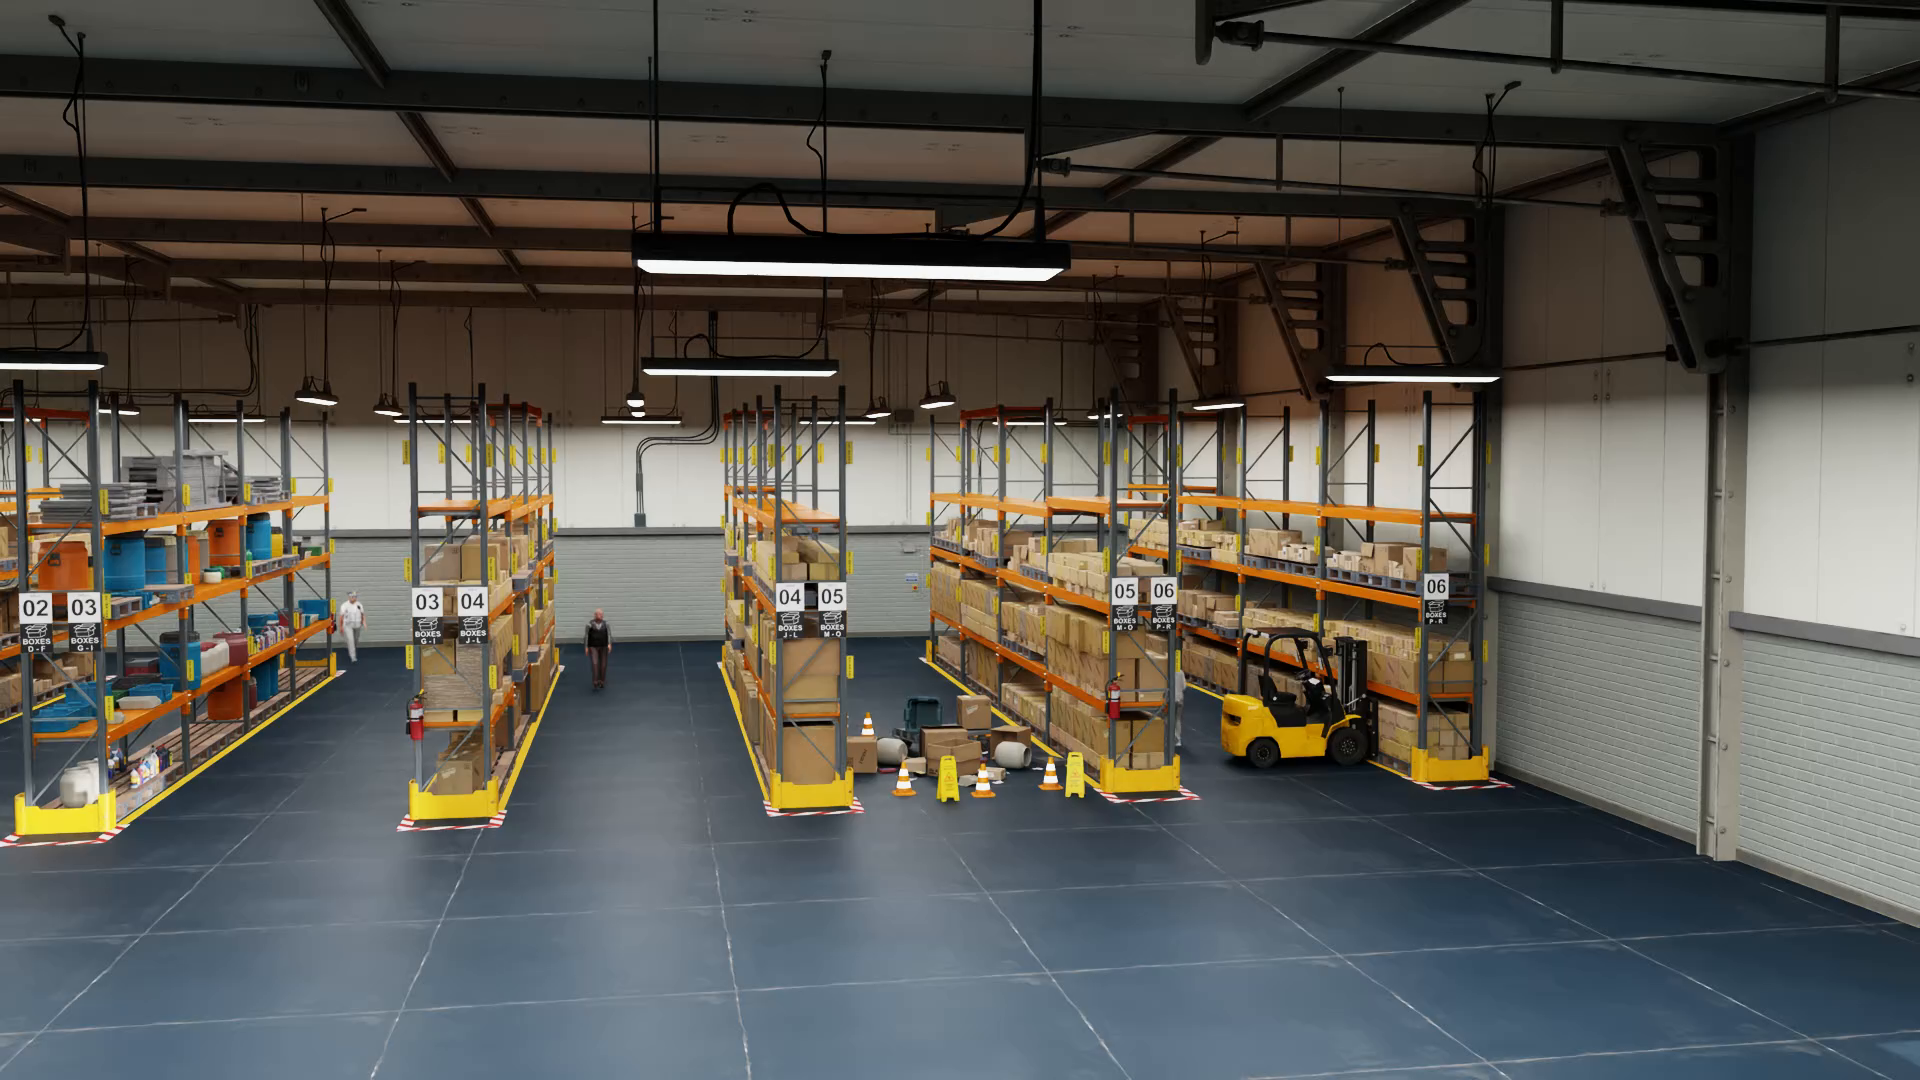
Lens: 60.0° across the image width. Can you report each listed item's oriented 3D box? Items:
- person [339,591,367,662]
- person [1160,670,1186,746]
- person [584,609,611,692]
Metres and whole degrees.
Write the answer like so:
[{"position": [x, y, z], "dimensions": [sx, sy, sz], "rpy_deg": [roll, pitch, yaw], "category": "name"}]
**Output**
[{"position": [-14.759, 2.078, 40.407], "dimensions": [0.599, 1.694, 1.125], "rpy_deg": [-2, 4, -38], "category": "person"}, {"position": [3.696, 2.792, 28.945], "dimensions": [0.525, 1.497, 0.755], "rpy_deg": [0, 3, -7], "category": "person"}, {"position": [-7.719, 2.360, 35.659], "dimensions": [0.570, 1.724, 0.750], "rpy_deg": [-1, 3, -26], "category": "person"}]
